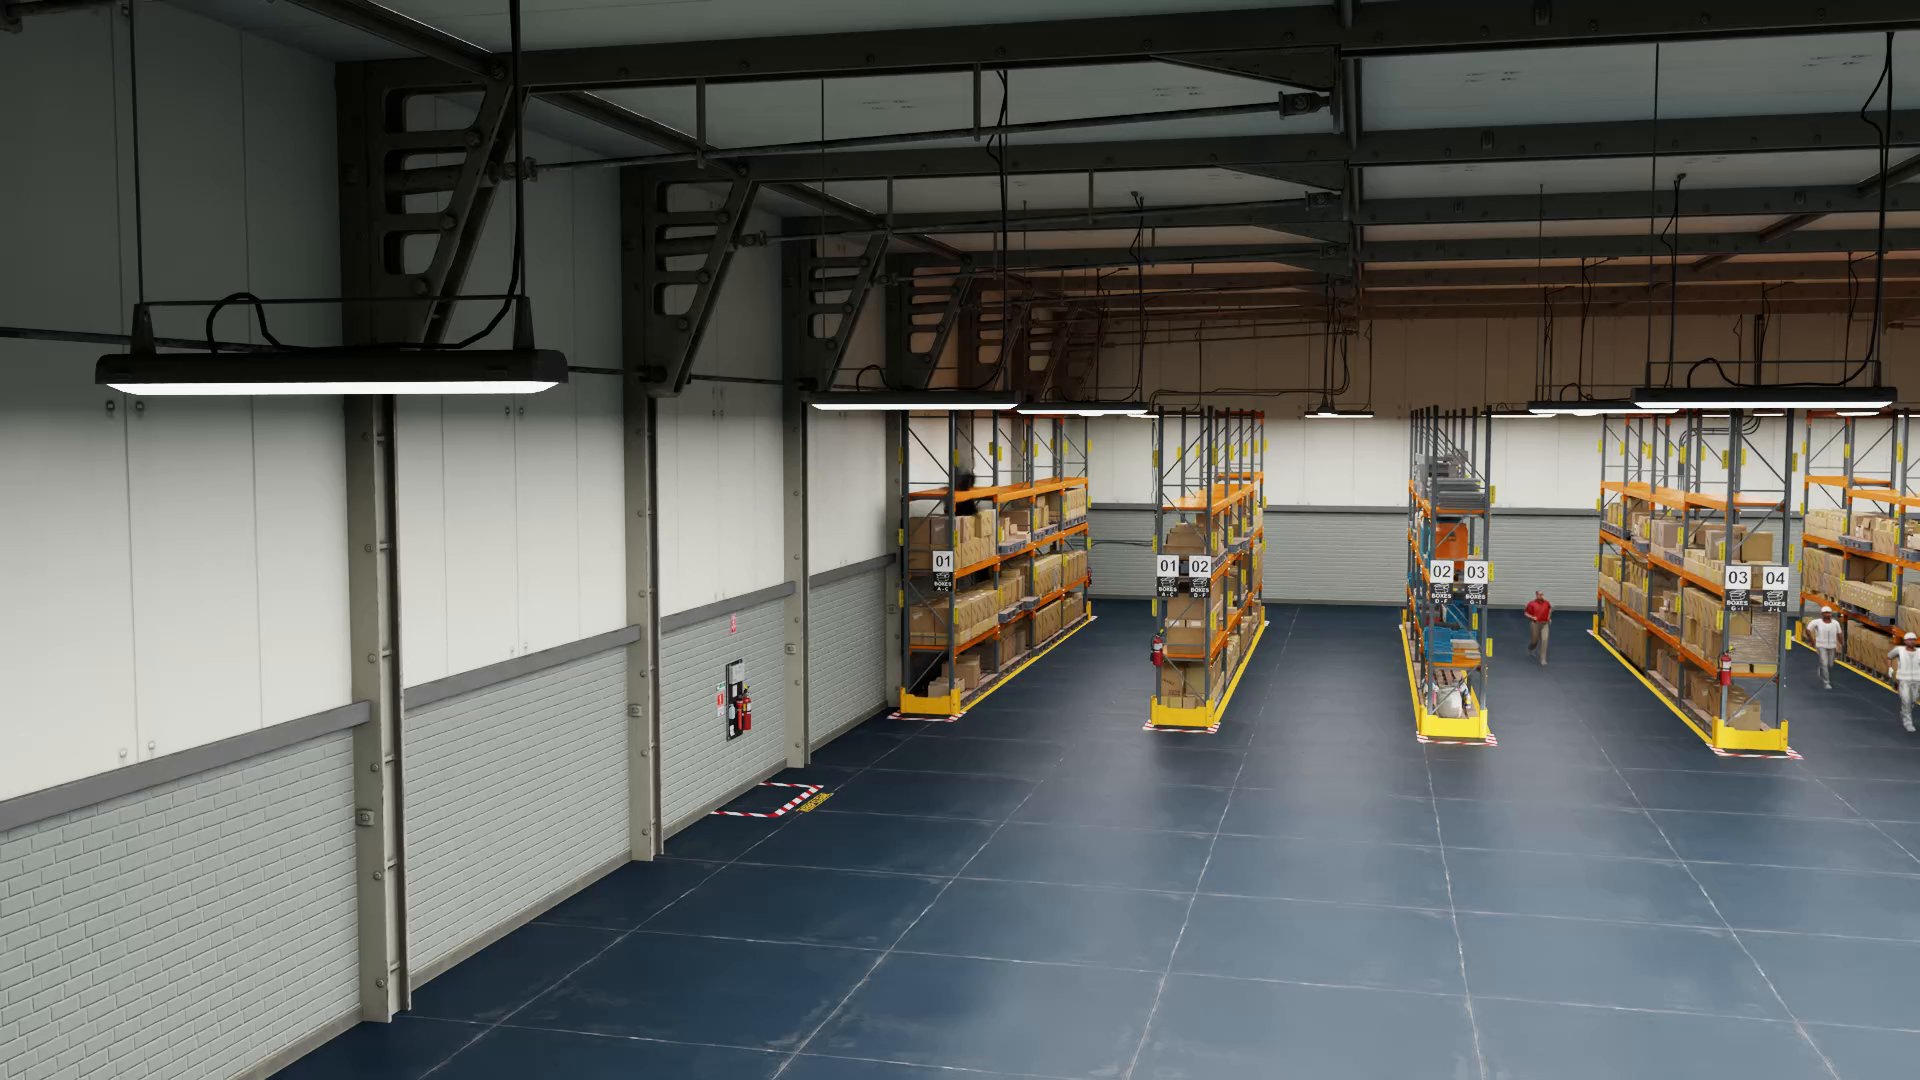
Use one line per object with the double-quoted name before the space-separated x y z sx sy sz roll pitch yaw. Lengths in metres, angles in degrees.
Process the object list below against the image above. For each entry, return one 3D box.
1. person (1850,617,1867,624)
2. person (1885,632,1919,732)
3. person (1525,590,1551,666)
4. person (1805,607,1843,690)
"person" 23.995 1.722 44.150 0.749 1.595 0.522 0 4 4
"person" 17.569 2.593 30.780 0.683 1.770 0.997 1 4 11
"person" 13.693 2.053 39.326 0.664 1.734 0.944 0 4 3
"person" 18.572 2.300 35.723 0.700 1.758 0.850 0 4 7
